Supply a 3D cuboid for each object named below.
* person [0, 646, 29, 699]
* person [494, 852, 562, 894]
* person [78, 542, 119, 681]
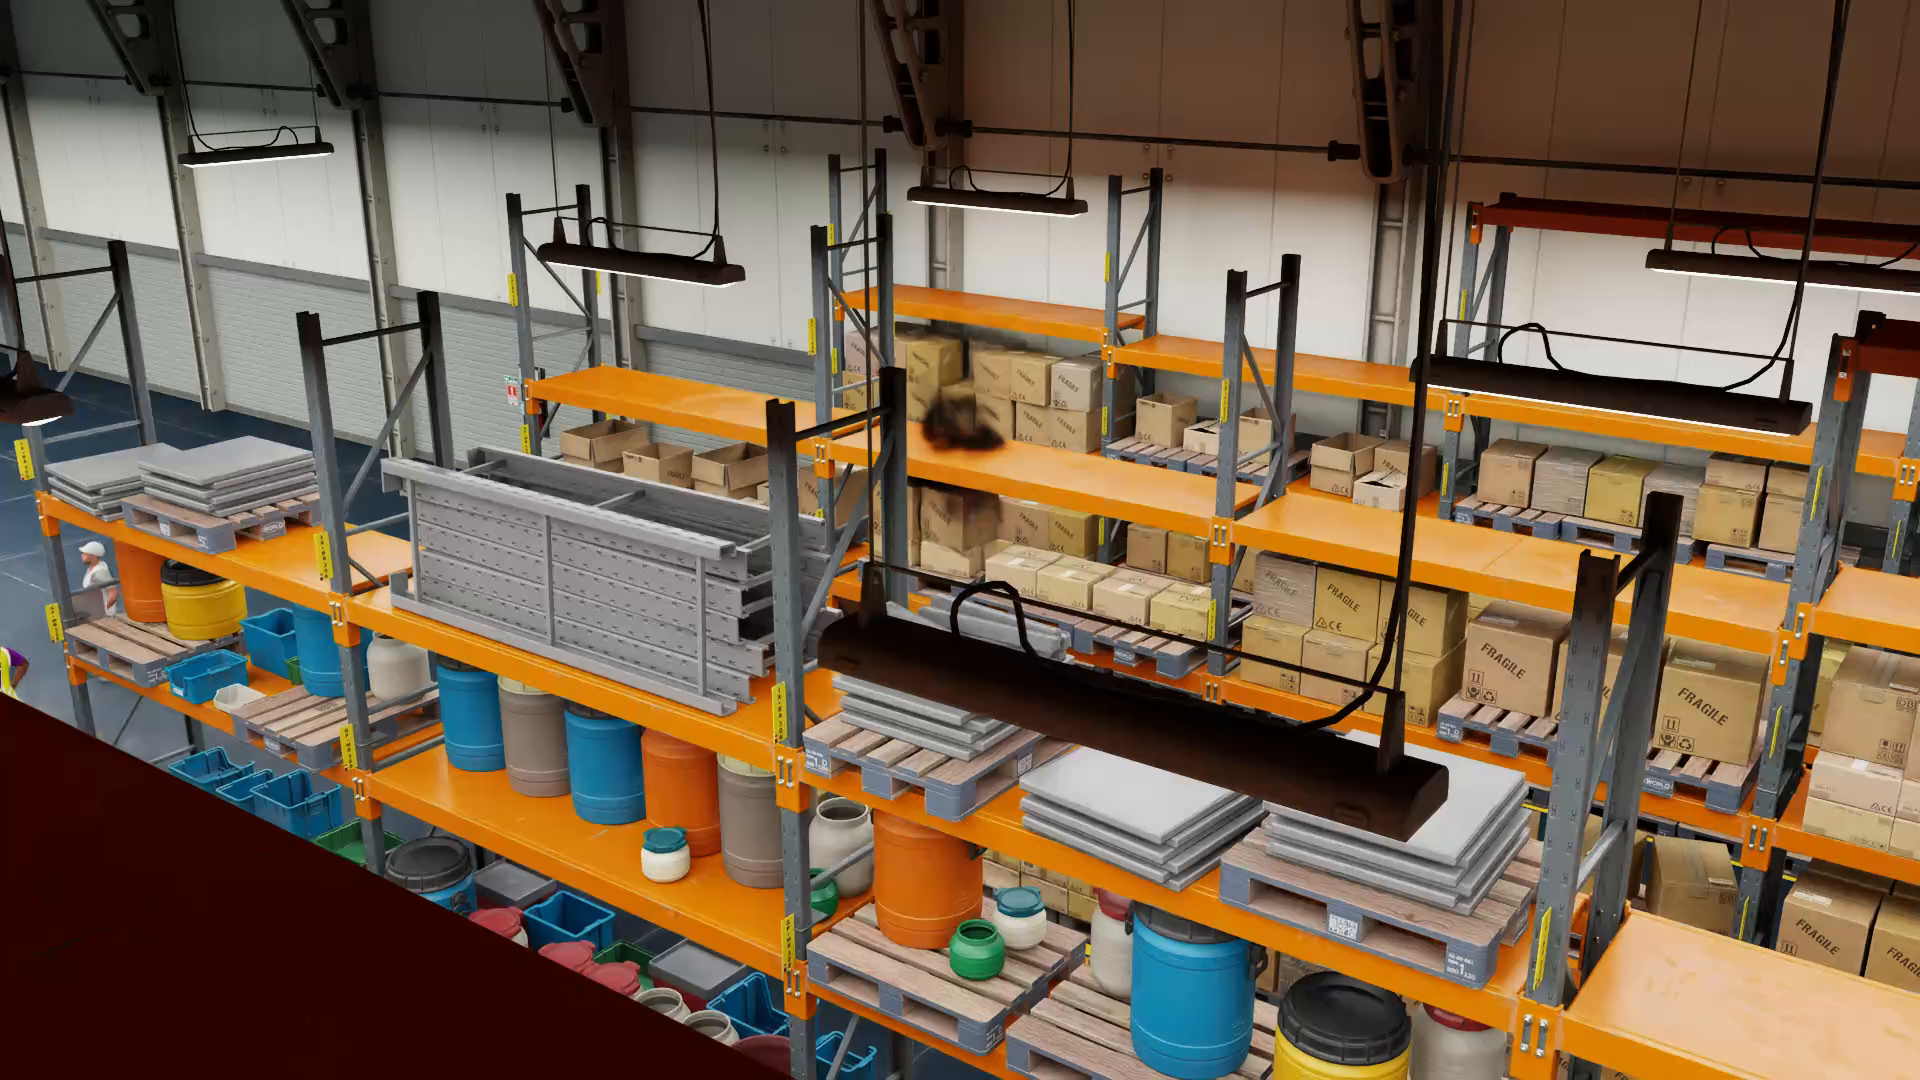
[{"bbox_3d":[-9.839,1.764,17.100,0.788,1.831,0.665,-8,20,-23],"label":"person"},{"bbox_3d":[-3.906,2.583,14.876,0.697,1.601,0.628,12,22,32],"label":"person"},{"bbox_3d":[-10.253,0.859,19.823,0.593,1.742,0.655,-10,21,-28],"label":"person"}]
